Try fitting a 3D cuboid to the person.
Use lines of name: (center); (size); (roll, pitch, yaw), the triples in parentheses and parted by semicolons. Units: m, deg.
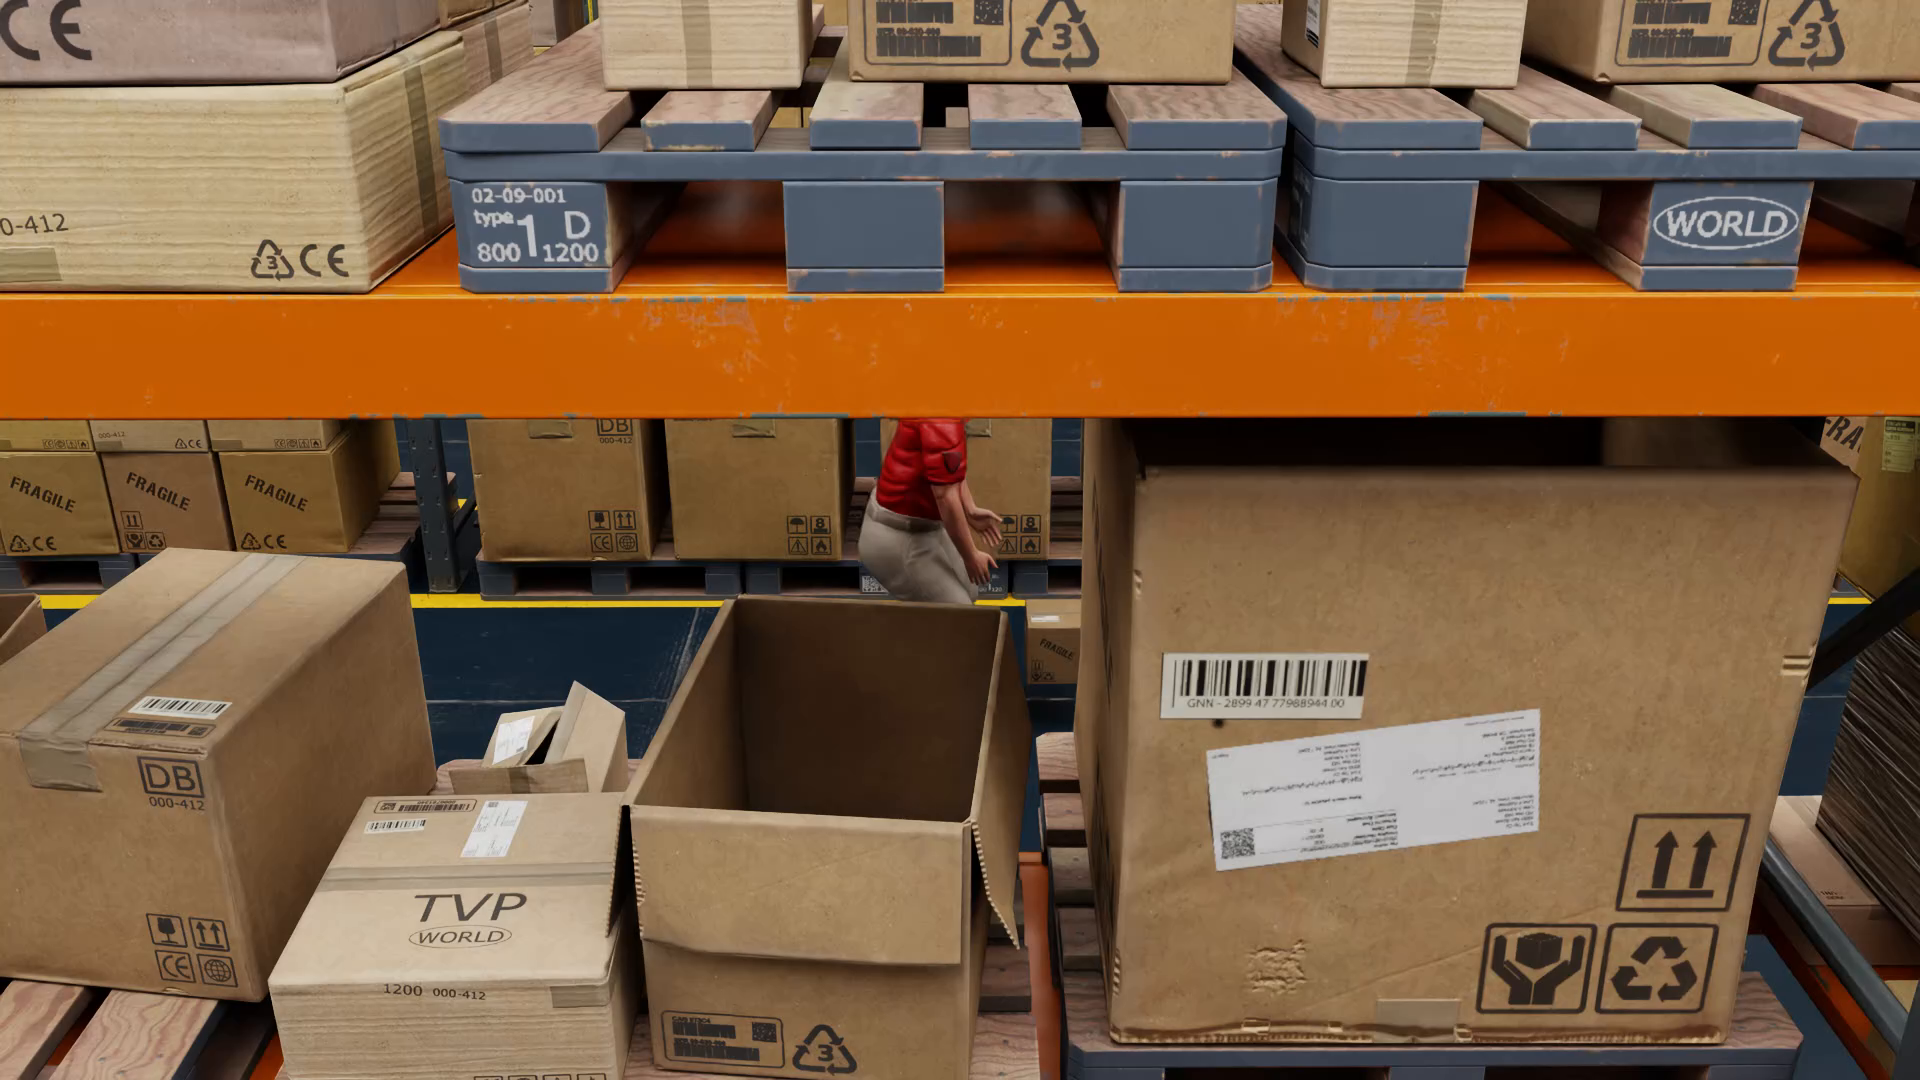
person: (-0.099, -0.024, 6.393); (0.574, 1.566, 0.581); (0, 24, 0)
